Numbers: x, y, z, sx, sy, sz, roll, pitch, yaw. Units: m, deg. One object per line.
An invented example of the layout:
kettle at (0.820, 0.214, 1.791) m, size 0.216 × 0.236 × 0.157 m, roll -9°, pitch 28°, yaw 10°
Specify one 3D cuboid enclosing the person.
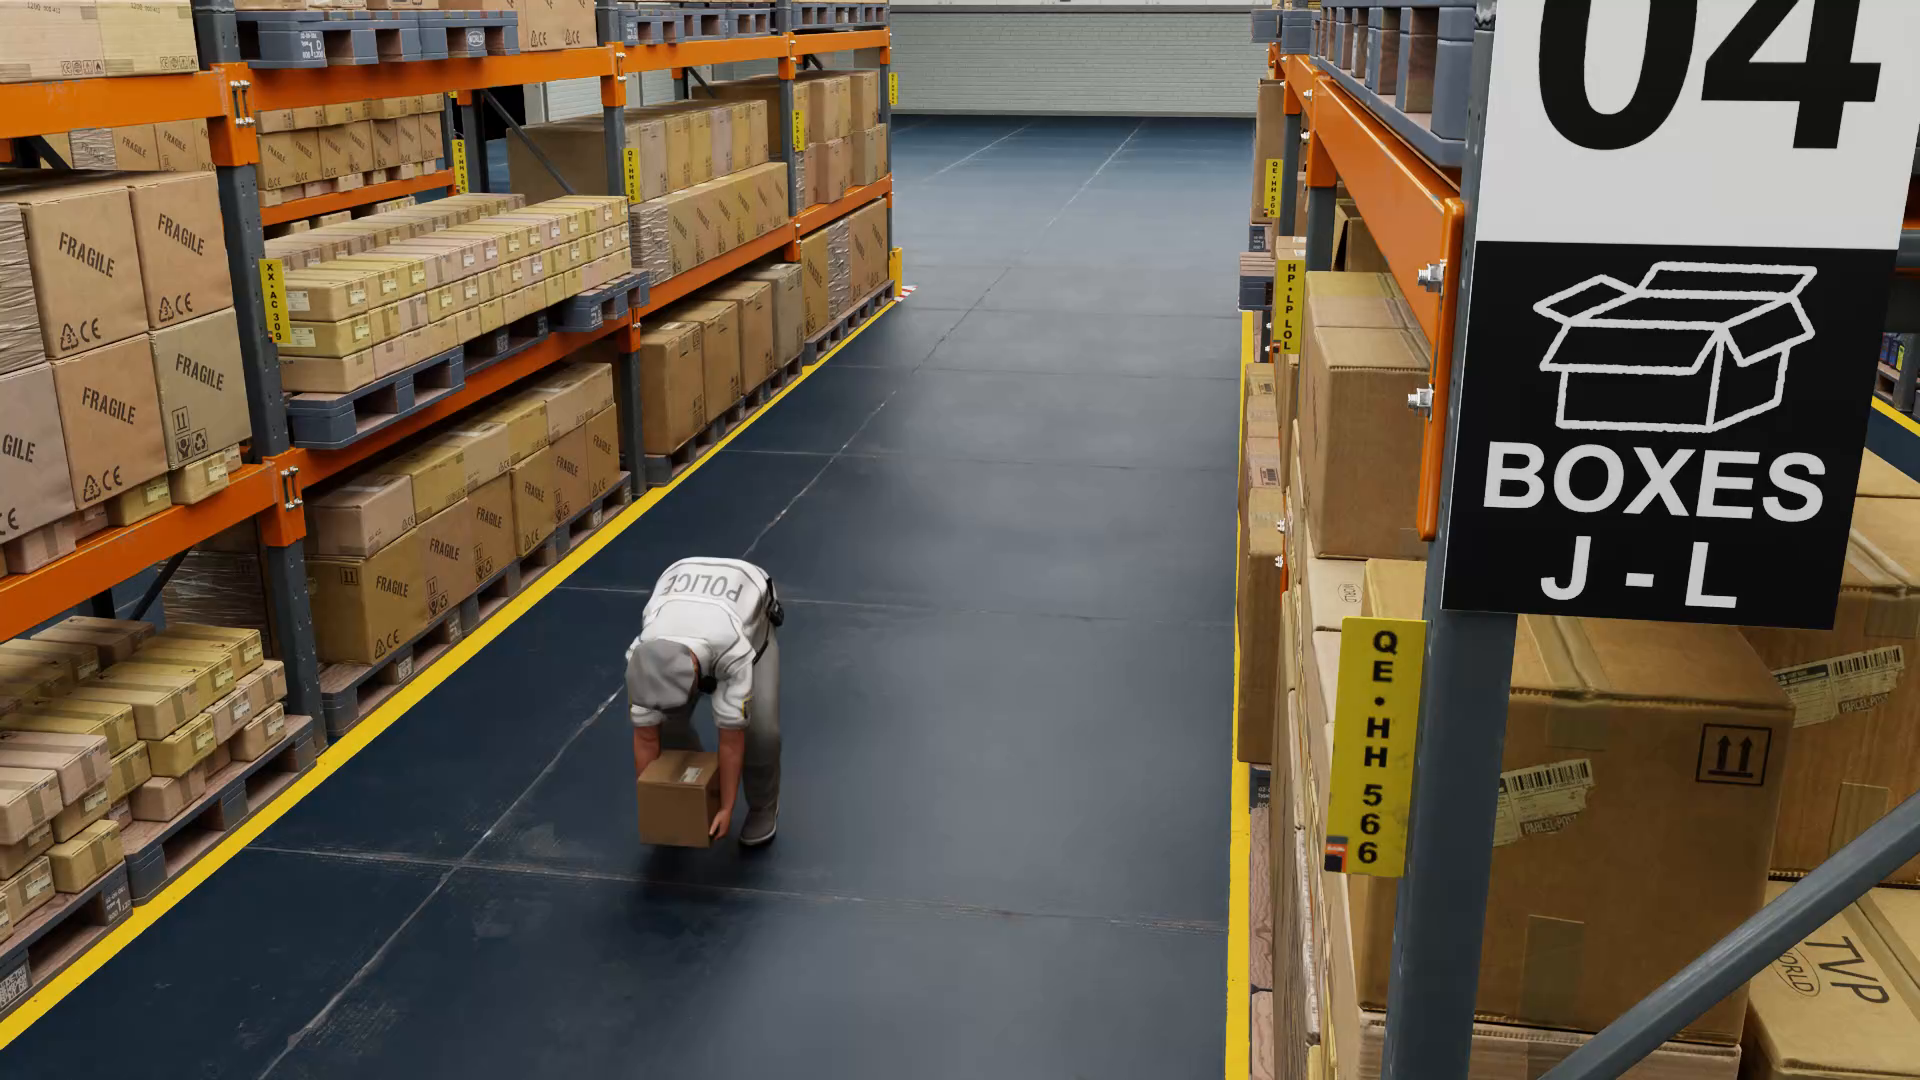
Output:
person at (-0.936, 0.661, 6.082) m, size 0.505 × 1.080 × 1.044 m, roll 2°, pitch 18°, yaw 6°
